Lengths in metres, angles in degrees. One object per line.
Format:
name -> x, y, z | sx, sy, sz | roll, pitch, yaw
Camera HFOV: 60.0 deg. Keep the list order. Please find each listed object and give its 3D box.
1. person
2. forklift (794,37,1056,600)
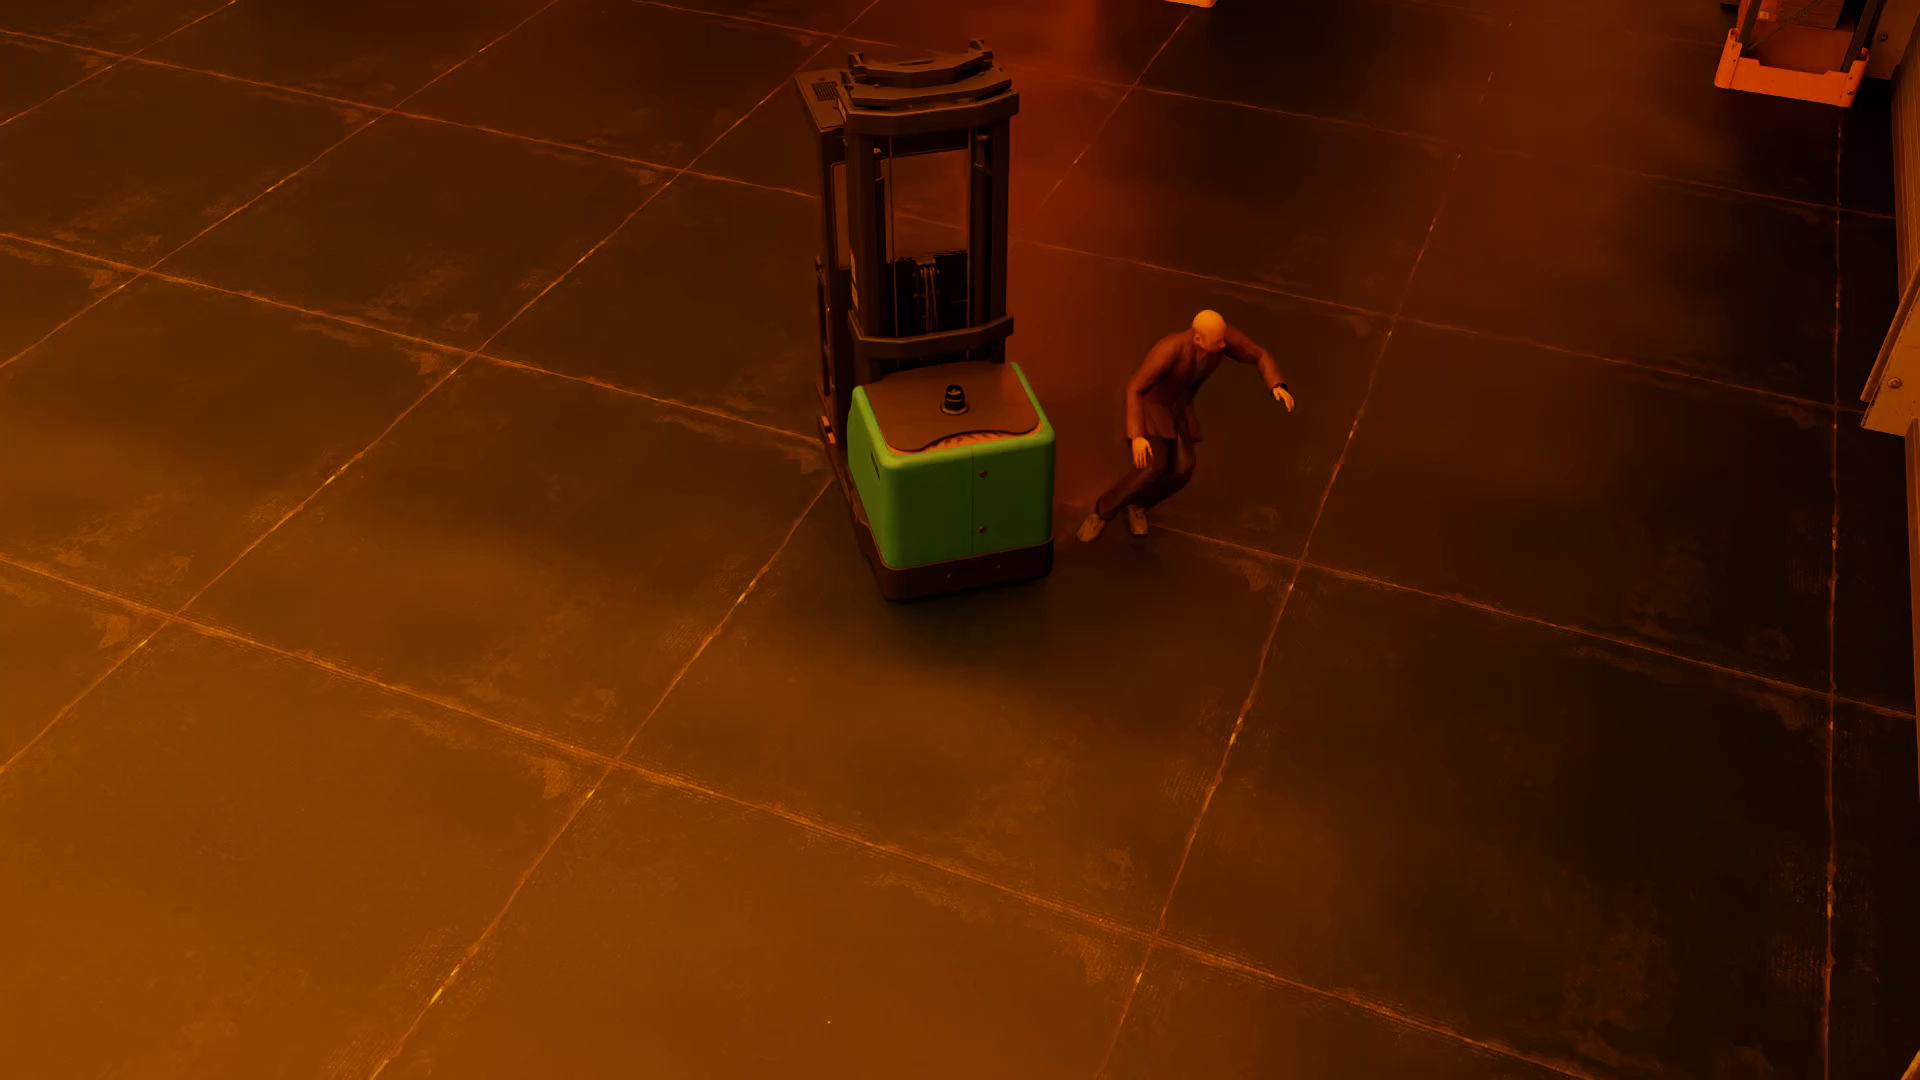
person -> 1.300, -0.629, 9.858 | 1.245, 1.529, 0.949 | -25, 46, -27
forklift -> -0.323, -1.724, 10.066 | 1.130, 2.935, 3.031 | -10, 41, -12
